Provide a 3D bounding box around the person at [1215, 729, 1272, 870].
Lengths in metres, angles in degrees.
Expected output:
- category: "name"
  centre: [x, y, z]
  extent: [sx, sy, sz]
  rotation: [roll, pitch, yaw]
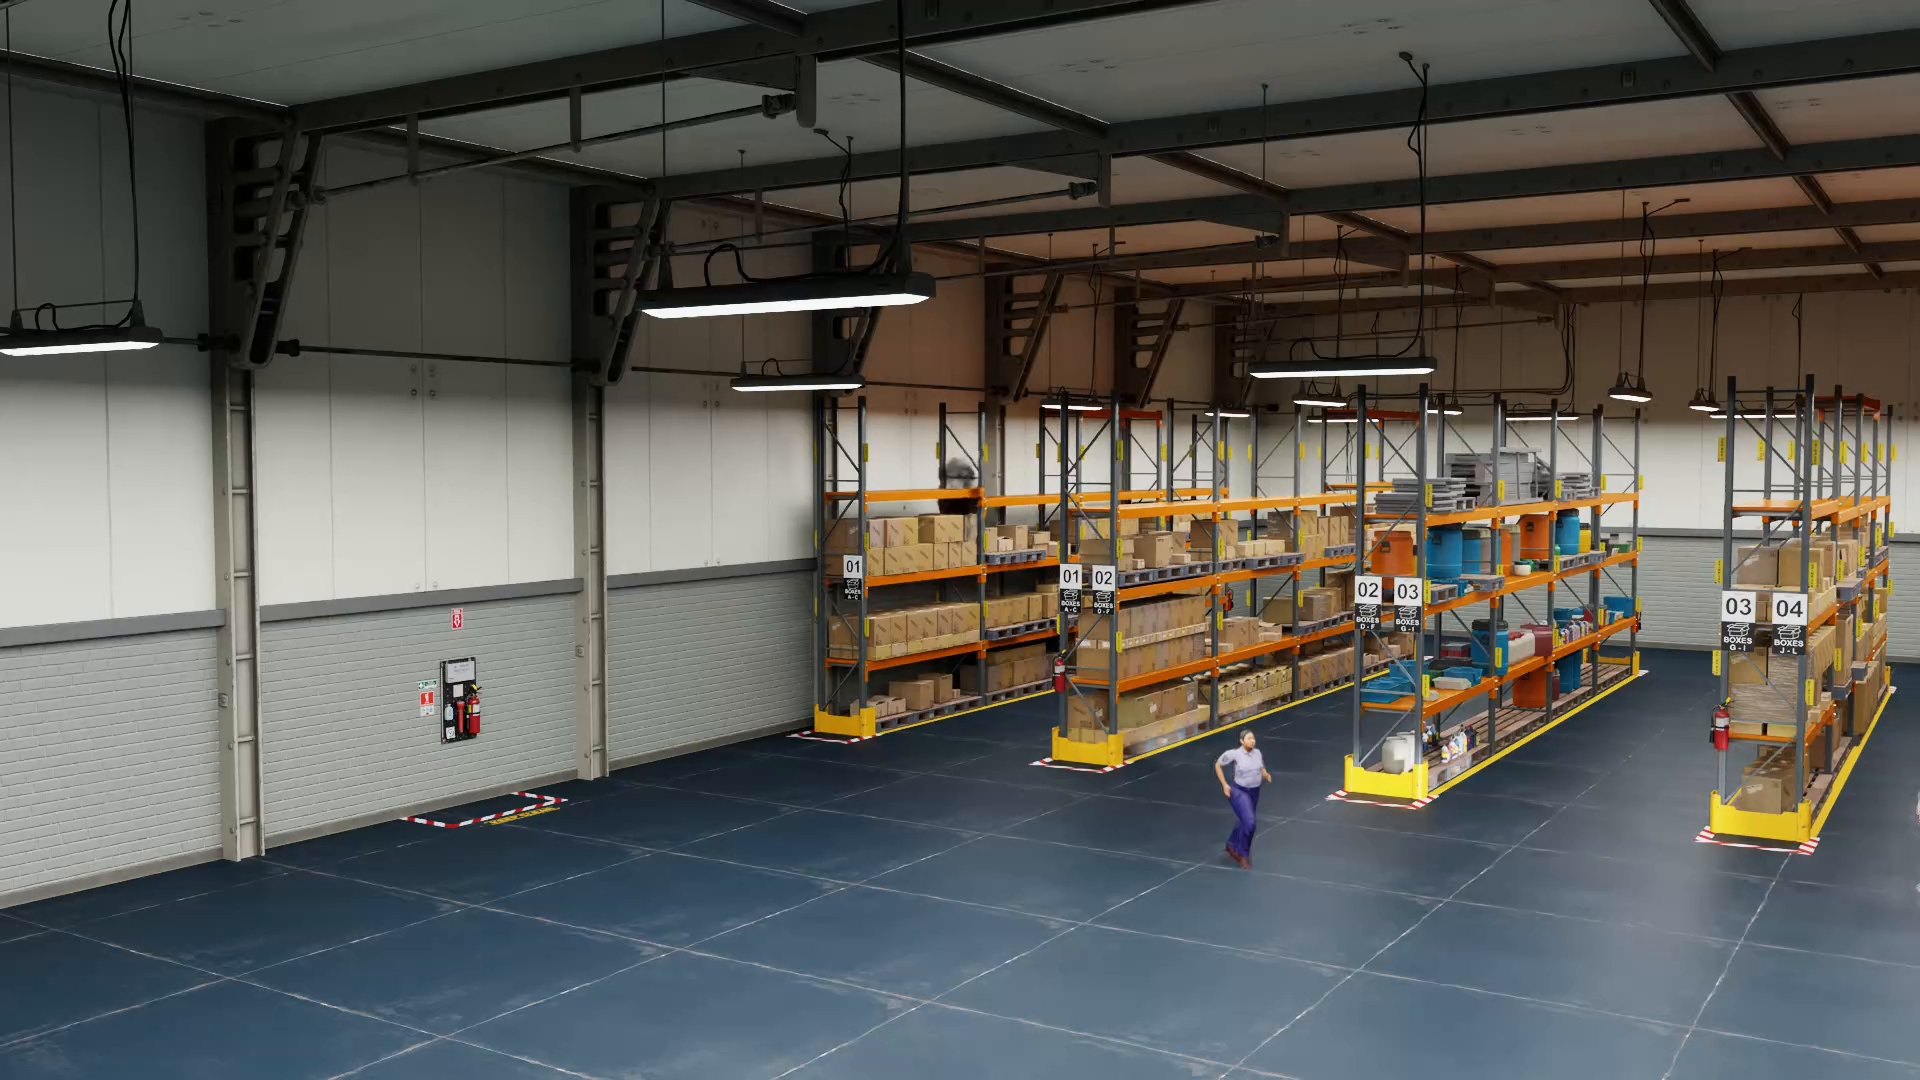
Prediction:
- category: "person"
  centre: [3.466, 3.142, 20.176]
  extent: [0.590, 1.704, 0.725]
  rotation: [-2, 4, -35]
